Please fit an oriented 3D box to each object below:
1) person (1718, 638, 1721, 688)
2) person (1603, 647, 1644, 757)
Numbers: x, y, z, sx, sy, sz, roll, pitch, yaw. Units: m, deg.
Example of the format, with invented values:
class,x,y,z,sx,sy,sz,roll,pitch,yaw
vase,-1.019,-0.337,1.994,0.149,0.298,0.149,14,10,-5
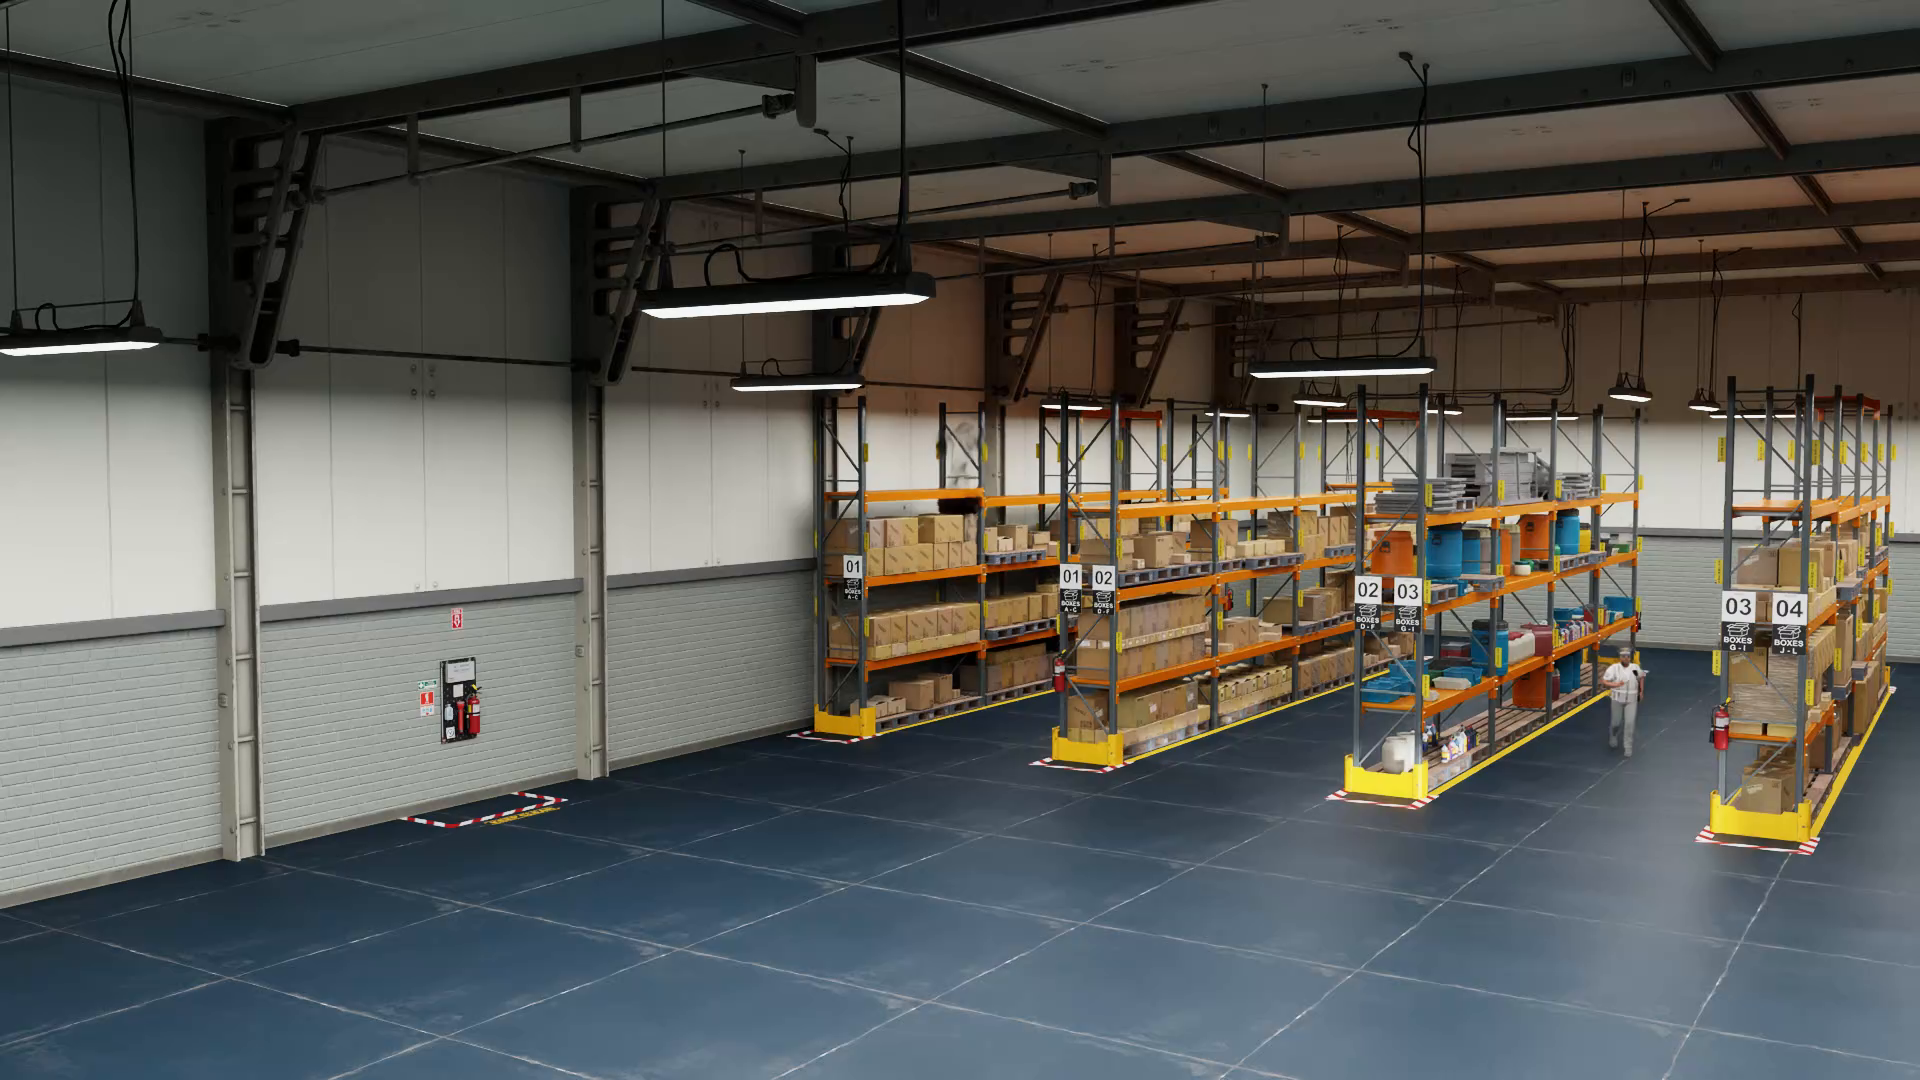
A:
class,x,y,z,sx,sy,sz,roll,pitch,yaw
person,14.972,2.511,32.269,0.570,1.620,0.905,2,4,38
person,11.015,2.650,27.604,0.681,1.767,0.907,1,3,11
